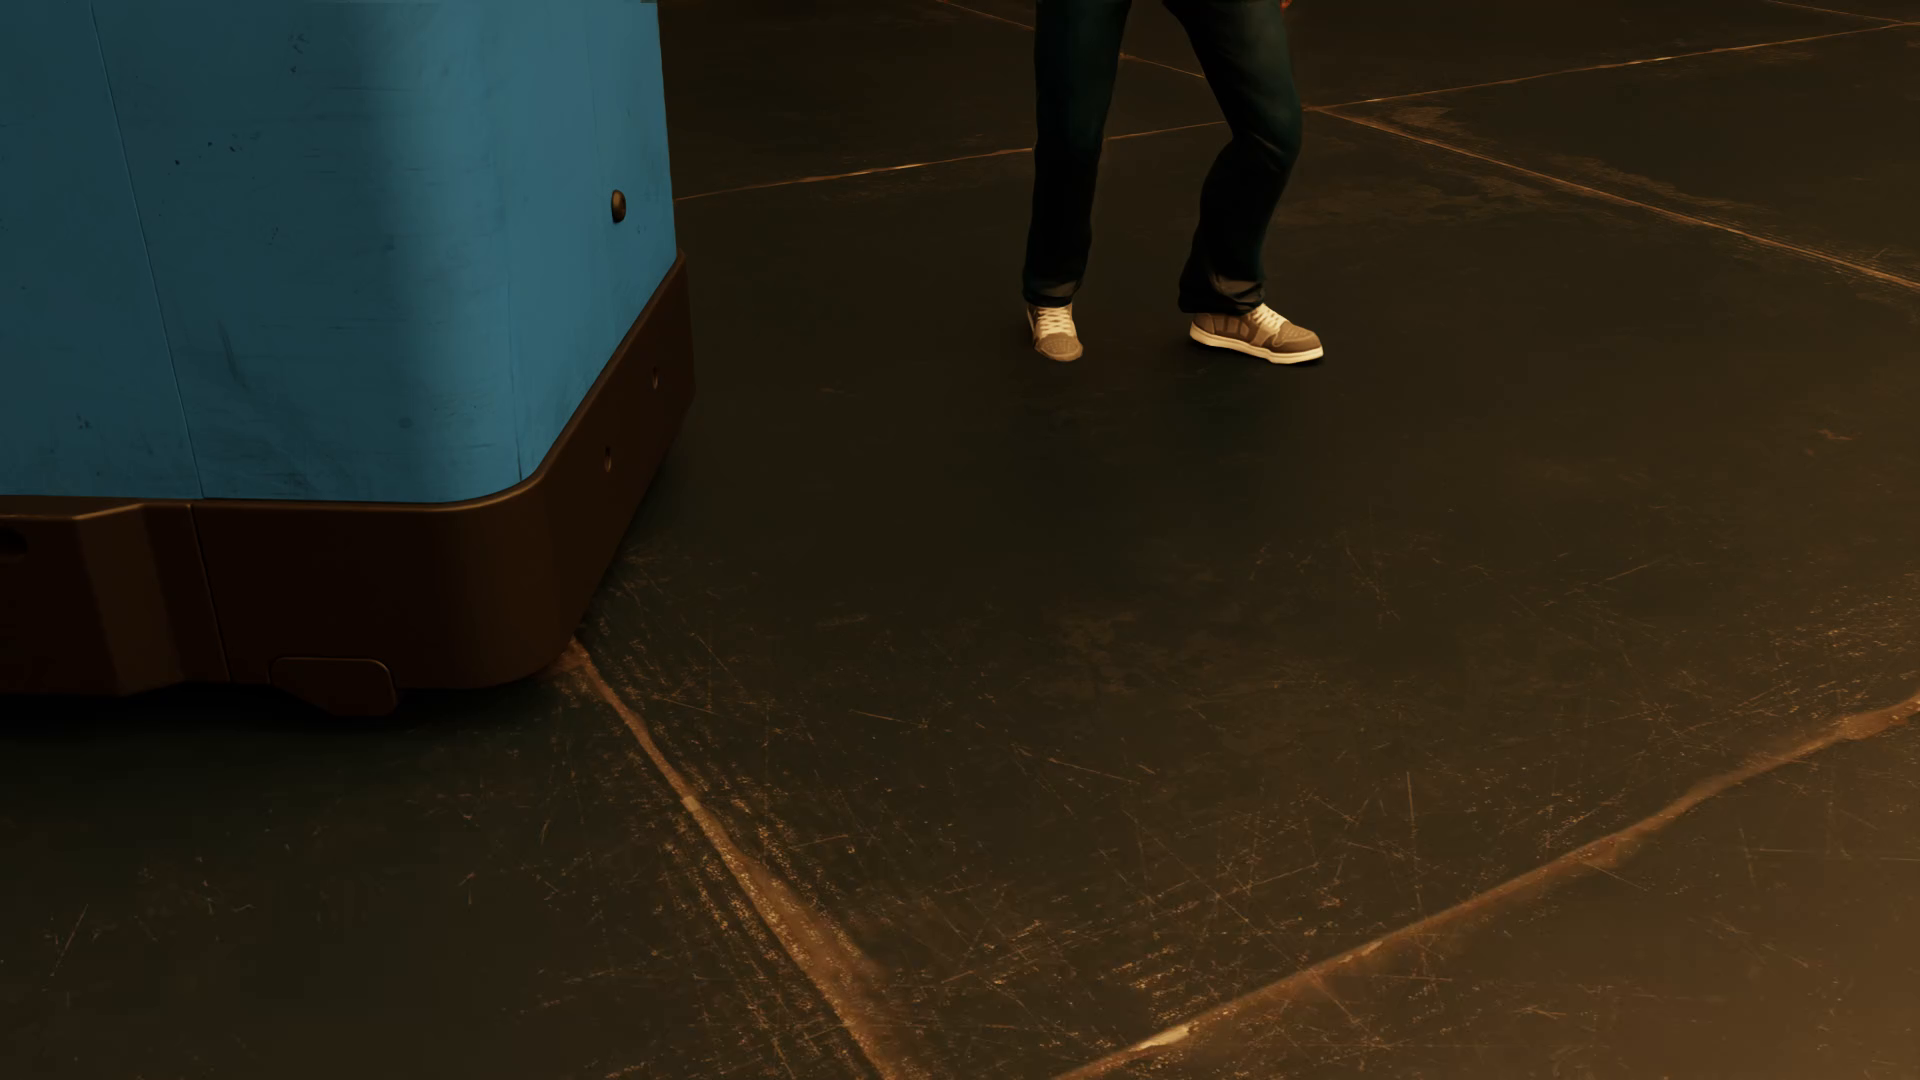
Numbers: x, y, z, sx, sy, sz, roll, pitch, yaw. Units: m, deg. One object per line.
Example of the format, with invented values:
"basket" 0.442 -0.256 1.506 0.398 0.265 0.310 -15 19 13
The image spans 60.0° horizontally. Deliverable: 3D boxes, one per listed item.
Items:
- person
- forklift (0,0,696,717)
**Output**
"person" 0.313 -1.026 2.885 0.745 1.556 0.420 -2 27 -3
"forklift" -1.983 -1.331 1.884 3.031 2.935 1.130 1 27 2
